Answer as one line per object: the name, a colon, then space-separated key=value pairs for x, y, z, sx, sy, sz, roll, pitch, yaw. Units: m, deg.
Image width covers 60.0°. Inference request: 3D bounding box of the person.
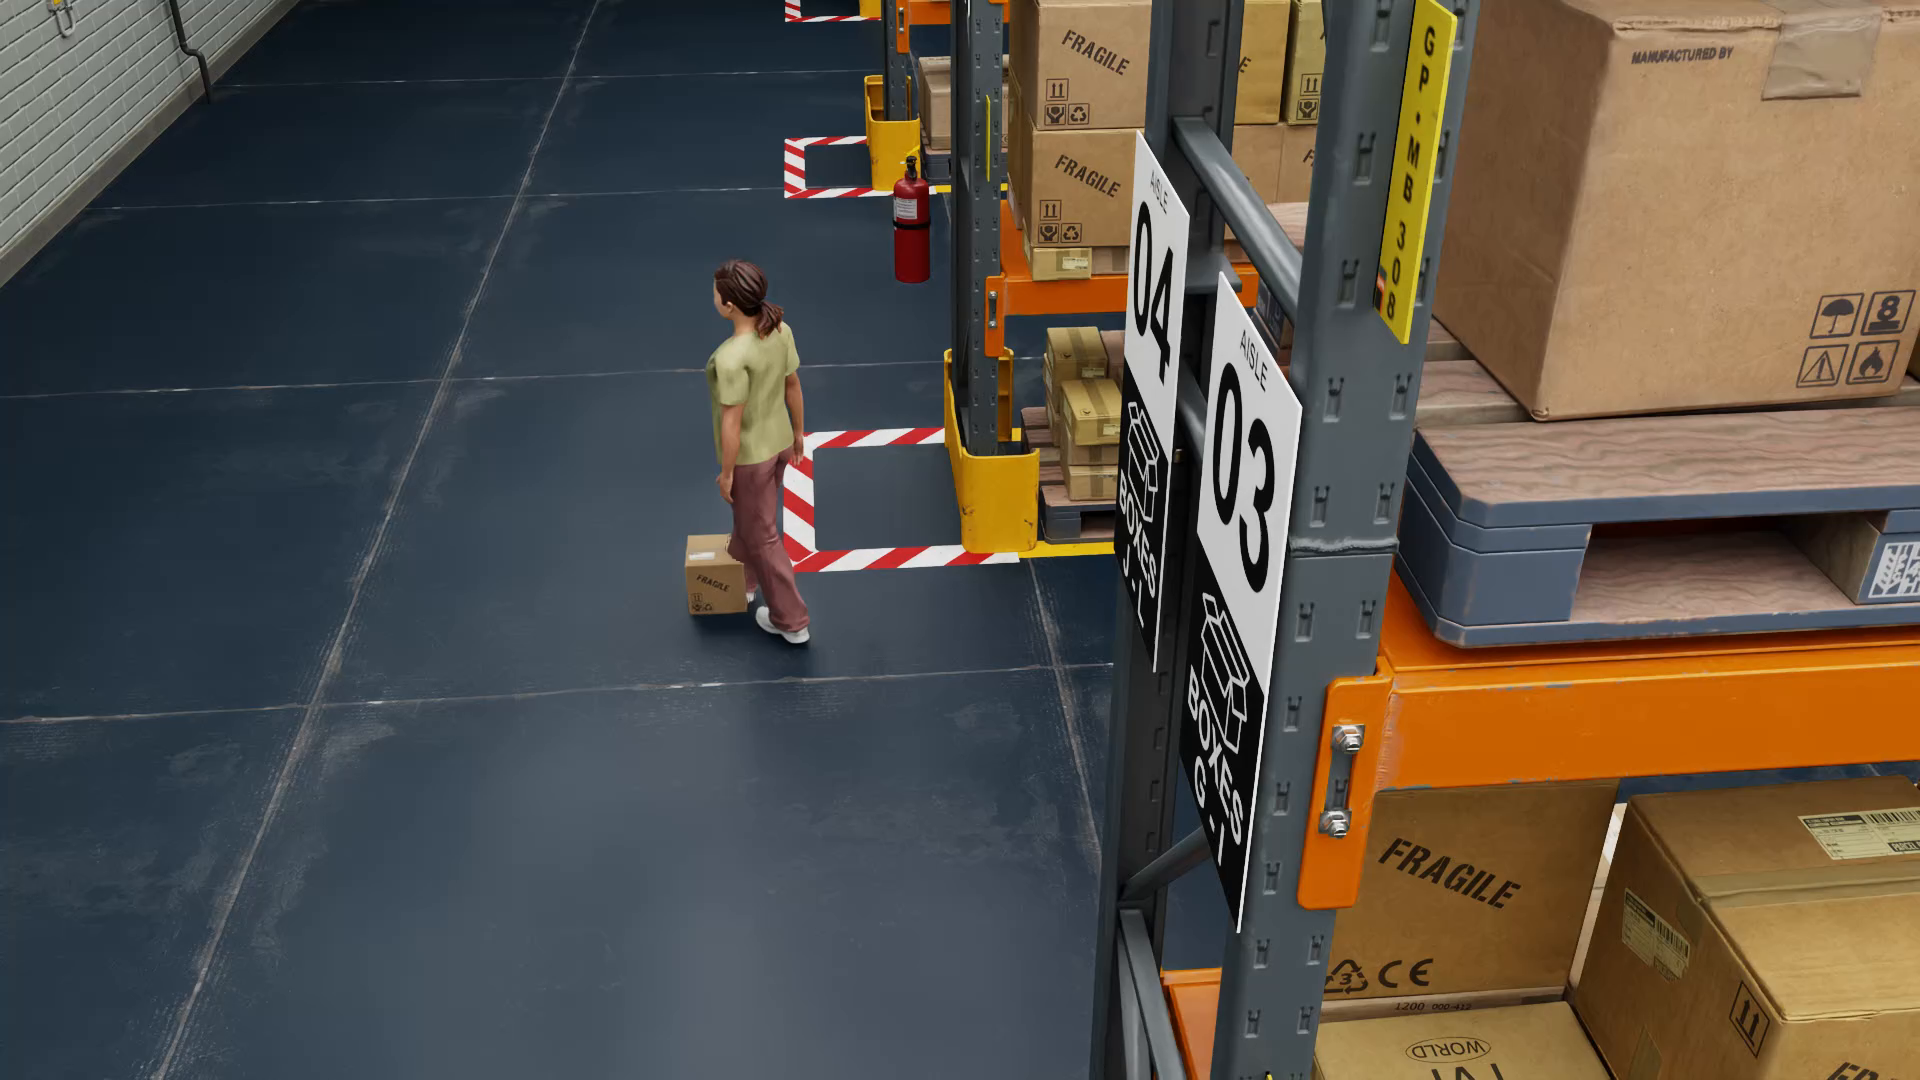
person: x=-0.920 y=-0.374 z=6.741 sx=0.680 sy=1.665 sz=0.465 roll=16 pitch=35 yaw=25
